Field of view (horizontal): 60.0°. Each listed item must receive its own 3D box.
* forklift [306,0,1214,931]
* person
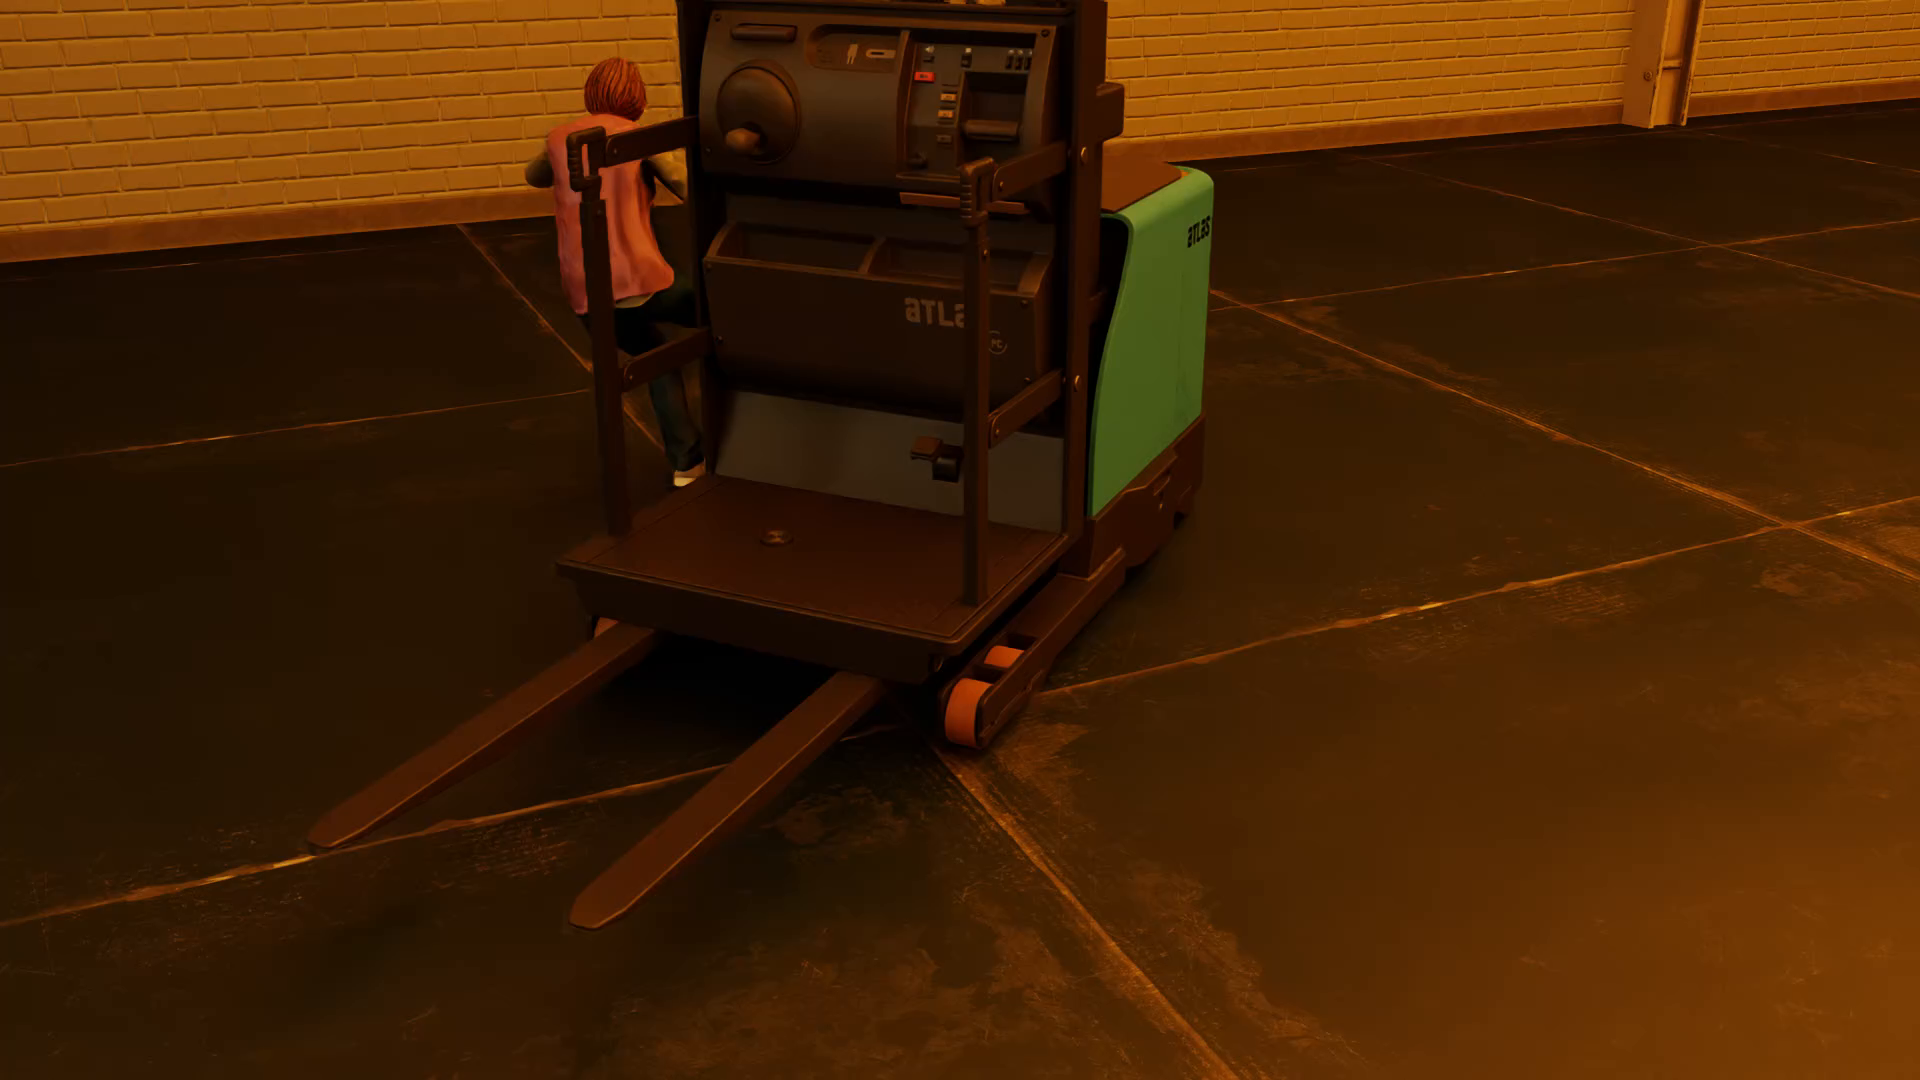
[{"bbox_3d":[-0.302,-1.050,3.814,1.130,2.935,3.031,10,25,23],"label":"forklift"},{"bbox_3d":[-0.929,-0.887,5.492,1.026,1.363,0.849,2,23,4],"label":"person"}]
